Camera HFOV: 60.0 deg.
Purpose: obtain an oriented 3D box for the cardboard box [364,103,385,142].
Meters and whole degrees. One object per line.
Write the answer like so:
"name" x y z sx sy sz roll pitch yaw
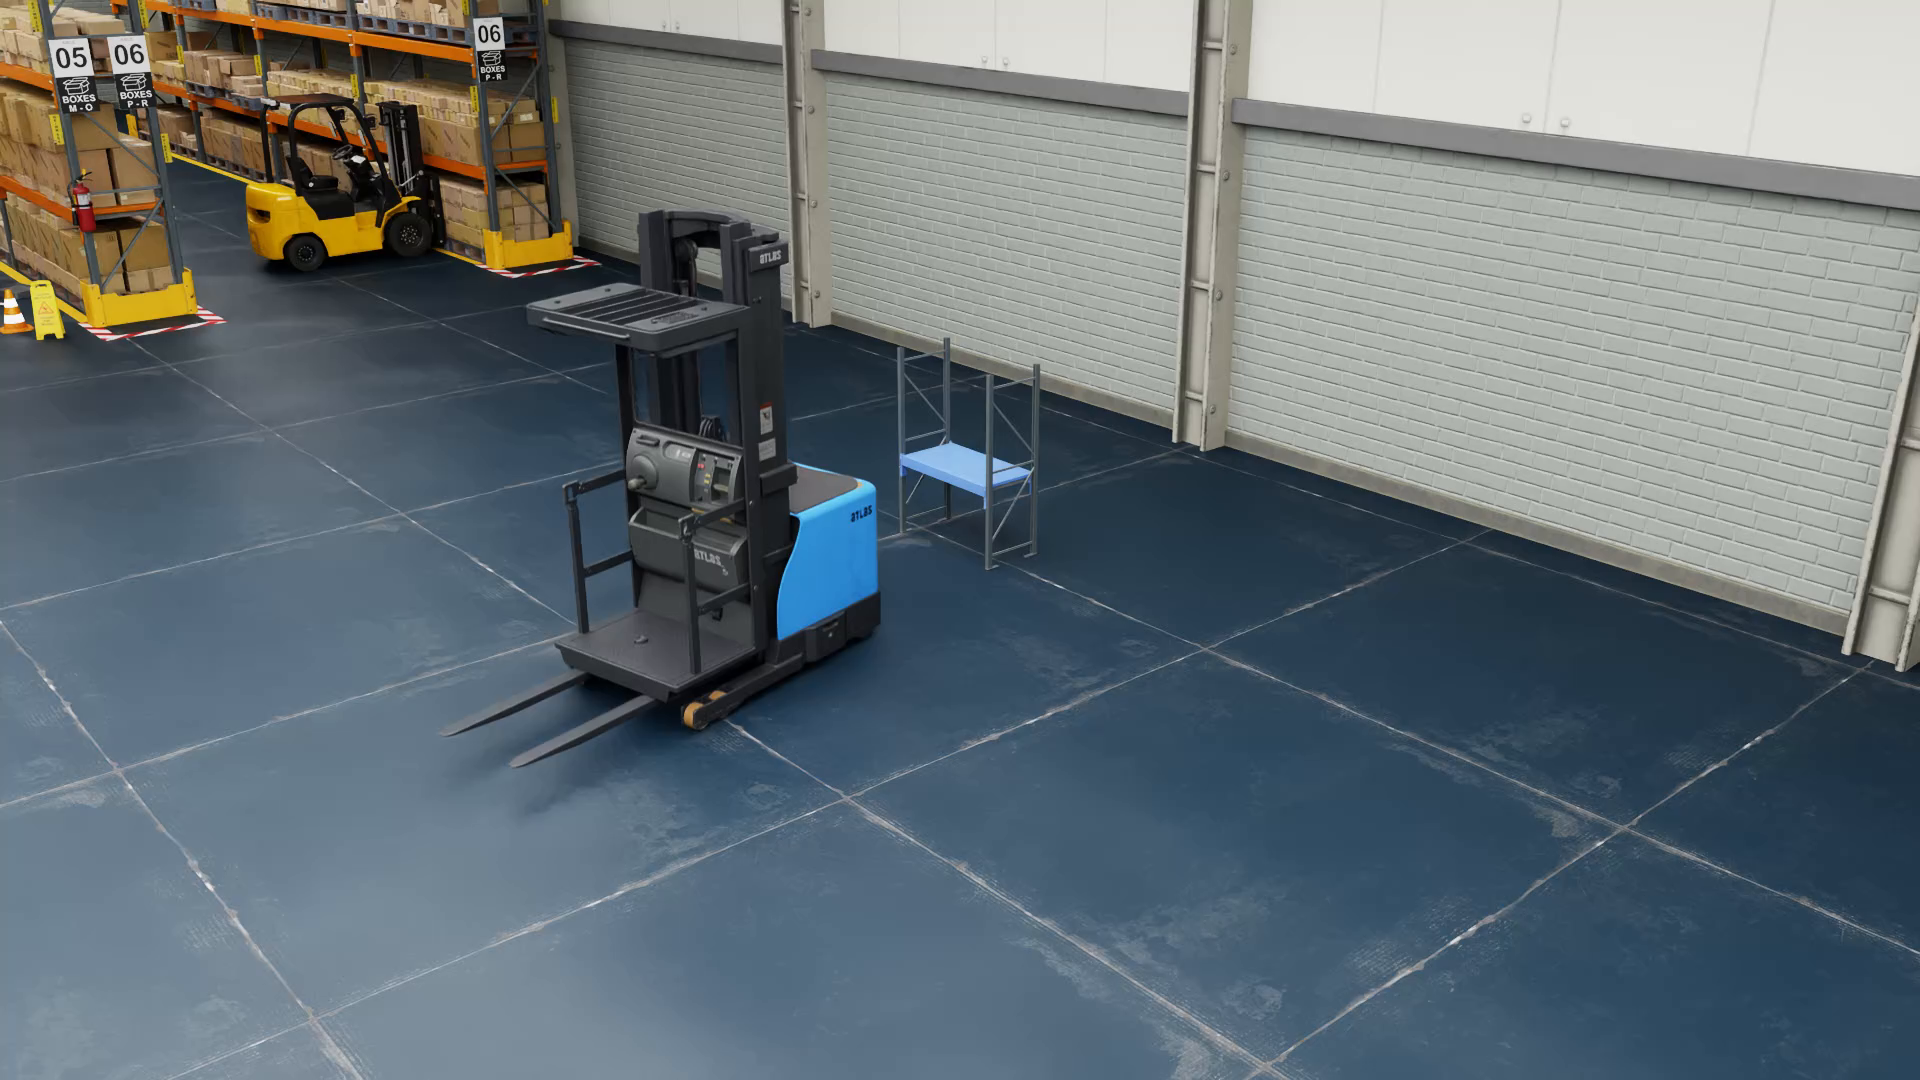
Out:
"cardboard box" -8.388 -6.162 24.466 0.500 0.500 0.500 -18 28 -39

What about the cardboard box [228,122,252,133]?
"cardboard box" -12.769 -7.335 29.562 0.380 0.149 0.250 -16 27 -36

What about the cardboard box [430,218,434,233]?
"cardboard box" -7.408 -4.583 23.766 0.500 0.250 0.500 -16 27 -36

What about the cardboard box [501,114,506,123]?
"cardboard box" -6.103 -5.752 22.530 0.380 0.149 0.250 -17 27 -37

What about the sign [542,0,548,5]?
"sign" -5.444 -7.166 21.746 0.100 0.325 0.005 -17 27 -37

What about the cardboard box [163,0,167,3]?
"cardboard box" -14.318 -9.887 30.346 0.380 0.149 0.250 -18 27 -38

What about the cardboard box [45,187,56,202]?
"cardboard box" -10.624 -4.131 19.762 0.380 0.149 0.250 -17 27 -37

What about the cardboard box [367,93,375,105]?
"cardboard box" -8.471 -6.498 24.434 0.380 0.149 0.250 -18 28 -38

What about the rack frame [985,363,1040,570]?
"rack frame" 0.387 -0.534 12.292 0.500 1.500 0.032 -17 27 -37

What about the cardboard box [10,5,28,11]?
"cardboard box" -11.865 -6.733 21.198 0.380 0.149 0.250 -17 27 -36

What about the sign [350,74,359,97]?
"sign" -8.884 -6.670 24.422 0.100 0.325 0.005 -17 27 -37

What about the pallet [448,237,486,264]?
"pallet" -6.399 -4.098 23.156 1.003 0.211 1.213 -17 27 -37

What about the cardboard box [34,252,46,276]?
"cardboard box" -11.352 -3.514 21.038 0.500 0.250 0.500 -18 28 -38

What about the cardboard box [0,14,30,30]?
"cardboard box" -11.097 -6.102 19.588 0.380 0.149 0.250 -17 27 -36

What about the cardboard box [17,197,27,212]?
"cardboard box" -11.684 -4.266 21.039 0.380 0.149 0.250 -16 27 -35

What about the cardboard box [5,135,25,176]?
"cardboard box" -11.498 -4.839 20.682 0.500 0.500 0.500 -18 28 -38

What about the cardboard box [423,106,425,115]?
"cardboard box" -7.258 -6.011 23.193 0.380 0.149 0.250 -18 27 -38

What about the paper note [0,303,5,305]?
"paper note" -11.733 -2.887 20.314 0.148 0.019 0.142 12 24 27

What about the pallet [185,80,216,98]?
"pallet" -13.263 -8.174 30.004 1.003 0.211 1.213 -17 27 -37

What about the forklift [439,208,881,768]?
"forklift" -1.821 -0.418 10.031 1.130 2.935 3.031 15 26 34

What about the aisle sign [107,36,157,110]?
"aisle sign" -9.351 -5.279 18.785 0.394 0.787 0.004 -17 27 -37

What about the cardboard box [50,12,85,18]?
"cardboard box" -10.674 -6.238 19.935 0.380 0.149 0.250 -17 27 -36

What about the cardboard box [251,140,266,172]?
"cardboard box" -11.848 -6.643 28.683 0.500 0.500 0.500 -18 28 -38

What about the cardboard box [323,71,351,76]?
"cardboard box" -10.134 -7.529 27.067 0.380 0.149 0.250 -18 28 -38

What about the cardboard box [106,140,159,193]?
"cardboard box" -9.726 -4.394 19.545 0.500 0.500 0.500 -18 28 -38

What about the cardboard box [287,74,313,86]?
"cardboard box" -10.563 -7.388 26.707 0.380 0.149 0.250 -17 27 -37

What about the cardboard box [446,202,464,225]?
"cardboard box" -6.742 -4.544 22.981 0.500 0.250 0.500 -18 28 -38

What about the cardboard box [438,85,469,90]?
"cardboard box" -7.231 -6.409 23.800 0.380 0.149 0.250 -18 28 -38

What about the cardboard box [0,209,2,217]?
"cardboard box" -13.054 -4.431 23.212 0.950 0.372 0.625 -15 26 -34

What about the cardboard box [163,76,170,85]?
"cardboard box" -14.814 -8.697 31.420 0.380 0.149 0.250 -18 28 -38

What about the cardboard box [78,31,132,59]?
"cardboard box" -9.753 -5.680 19.057 0.500 0.250 0.500 -18 28 -38

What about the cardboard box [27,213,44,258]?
"cardboard box" -11.361 -3.866 20.907 0.500 0.500 0.500 -16 26 -35

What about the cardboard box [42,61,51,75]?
"cardboard box" -10.071 -5.324 18.695 0.380 0.149 0.250 -17 27 -37

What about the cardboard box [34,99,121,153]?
"cardboard box" -10.125 -4.752 19.087 0.700 0.500 0.500 -18 28 -39

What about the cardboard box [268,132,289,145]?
"cardboard box" -11.605 -6.815 28.232 0.380 0.149 0.250 -19 28 -40

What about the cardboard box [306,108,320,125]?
"cardboard box" -9.983 -6.730 26.259 0.500 0.250 0.500 -16 27 -36

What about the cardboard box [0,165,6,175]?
"cardboard box" -12.275 -4.837 21.565 0.380 0.149 0.250 -18 27 -38

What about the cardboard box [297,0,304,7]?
"cardboard box" -9.931 -8.266 25.495 0.380 0.149 0.250 -18 28 -38

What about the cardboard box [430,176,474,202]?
"cardboard box" -7.080 -4.905 23.218 0.500 0.250 0.500 -17 27 -37

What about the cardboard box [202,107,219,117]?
"cardboard box" -13.623 -7.834 30.427 0.380 0.149 0.250 -18 28 -38

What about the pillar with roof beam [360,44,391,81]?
"pillar with roof beam" -12.818 -9.028 23.695 9.100 9.000 0.400 -17 27 -37

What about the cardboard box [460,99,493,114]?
"cardboard box" -6.447 -5.791 22.223 0.380 0.149 0.250 -17 27 -37

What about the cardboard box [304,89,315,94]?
"cardboard box" -9.980 -6.965 26.173 0.500 0.250 0.500 -17 27 -37

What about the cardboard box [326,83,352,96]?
"cardboard box" -9.445 -6.878 25.406 0.380 0.149 0.250 -19 28 -39

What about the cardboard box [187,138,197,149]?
"cardboard box" -14.288 -7.462 31.256 0.380 0.149 0.250 -18 28 -39

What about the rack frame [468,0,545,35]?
"rack frame" -5.869 -7.988 21.040 1.000 3.000 0.127 -17 27 -37

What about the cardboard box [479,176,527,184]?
"cardboard box" -6.368 -4.891 23.181 0.500 0.250 0.500 -17 27 -37

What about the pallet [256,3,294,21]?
"pallet" -10.580 -8.548 26.840 1.213 0.211 1.003 -16 26 -35

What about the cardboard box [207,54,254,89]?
"cardboard box" -12.705 -8.205 29.108 0.700 0.500 0.500 -18 27 -38

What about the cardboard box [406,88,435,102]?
"cardboard box" -7.595 -6.291 23.499 0.380 0.149 0.250 -18 27 -38

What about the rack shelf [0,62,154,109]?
"rack shelf" -10.932 -5.626 20.109 1.077 0.370 4.000 -17 27 -37

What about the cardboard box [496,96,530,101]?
"cardboard box" -6.052 -5.914 22.535 0.380 0.149 0.250 -16 27 -36

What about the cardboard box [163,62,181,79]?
"cardboard box" -14.557 -8.796 31.127 0.500 0.250 0.500 -17 27 -37

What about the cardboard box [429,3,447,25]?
"cardboard box" -6.805 -6.998 22.095 0.396 0.266 0.258 -17 27 -37

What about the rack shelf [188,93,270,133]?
"rack shelf" -12.396 -7.623 29.319 1.077 0.370 4.000 -17 27 -37

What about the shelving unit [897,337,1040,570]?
"shelving unit" 0.056 -0.675 12.650 0.538 1.500 1.048 -17 27 -37
